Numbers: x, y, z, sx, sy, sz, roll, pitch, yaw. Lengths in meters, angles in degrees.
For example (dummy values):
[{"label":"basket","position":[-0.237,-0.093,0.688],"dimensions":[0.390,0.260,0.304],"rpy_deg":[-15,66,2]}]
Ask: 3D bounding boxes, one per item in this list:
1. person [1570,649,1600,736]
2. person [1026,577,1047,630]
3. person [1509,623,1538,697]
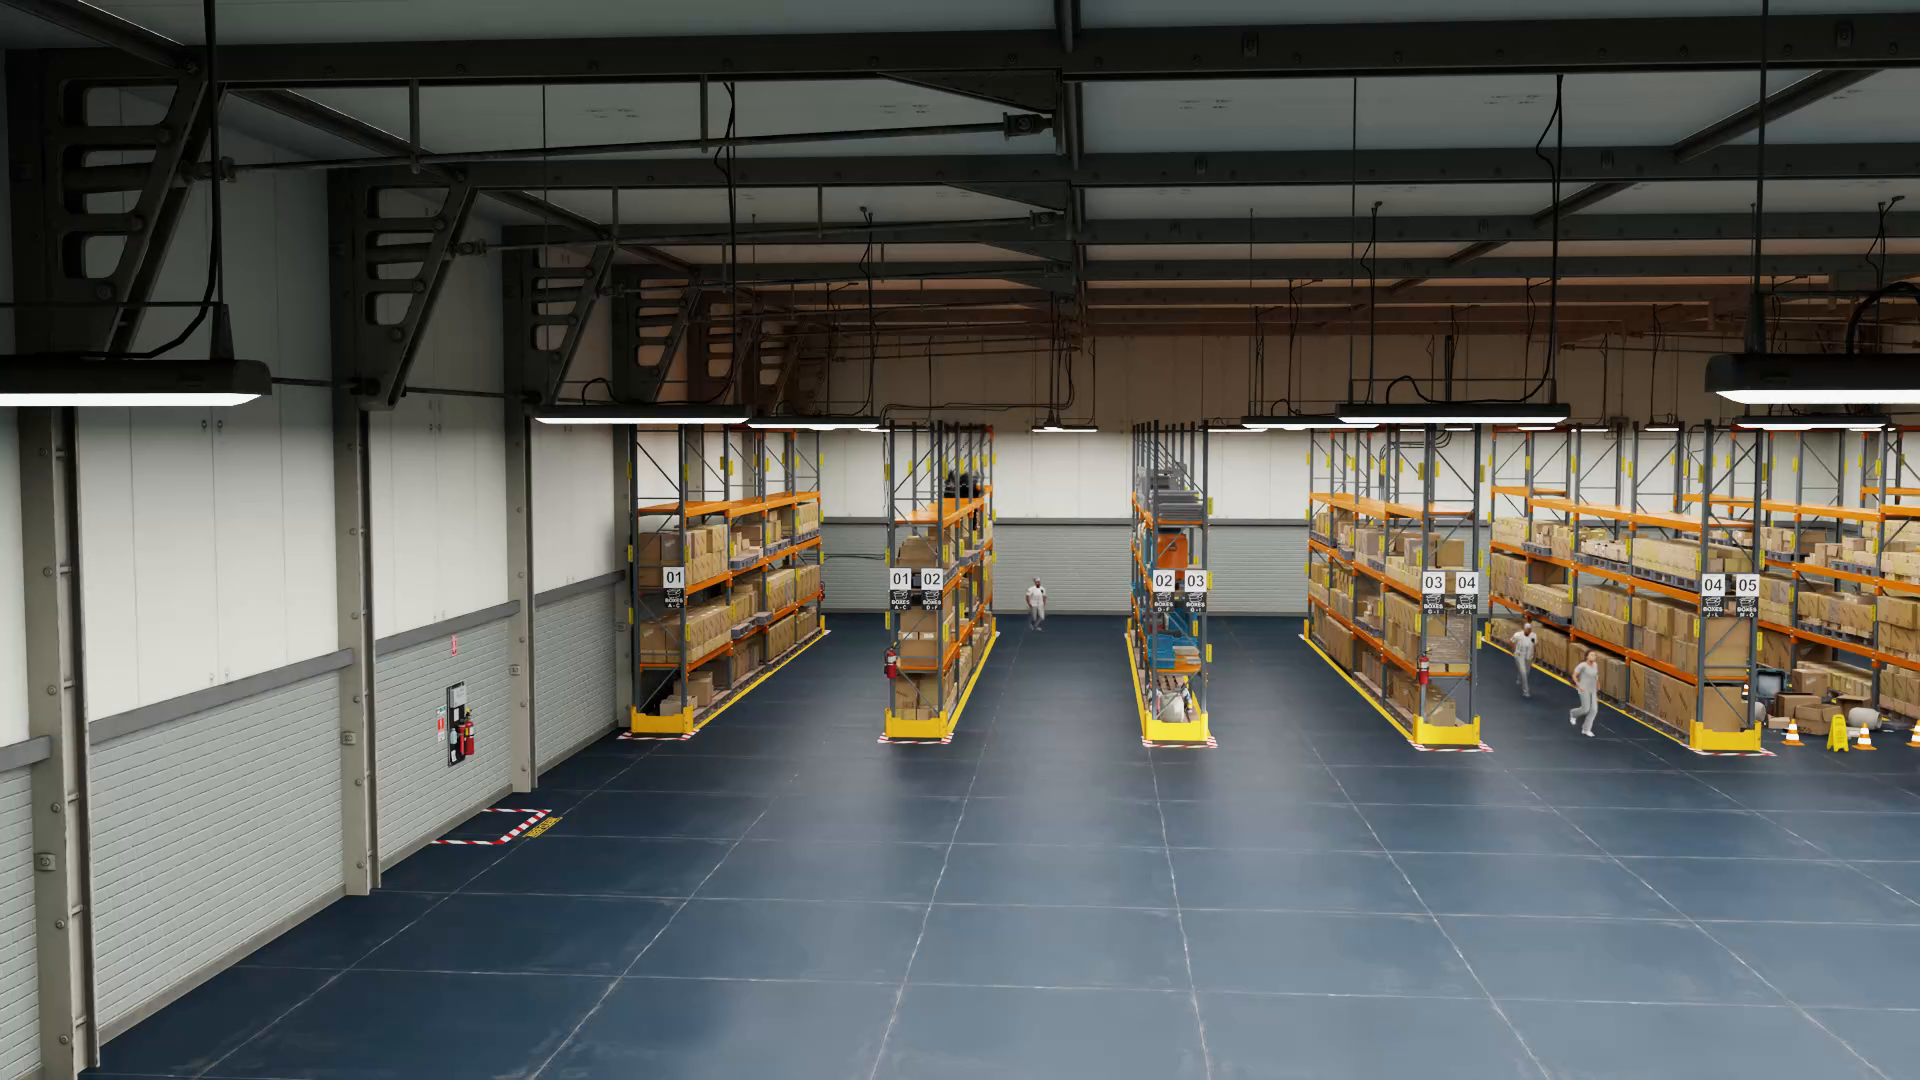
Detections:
[{"label":"person","position":[12.000,2.903,31.887],"dimensions":[0.585,1.630,0.678],"rpy_deg":[-1,4,-20]},{"label":"person","position":[2.162,1.790,46.517],"dimensions":[0.615,1.520,0.655],"rpy_deg":[-1,4,-12]},{"label":"person","position":[12.423,2.629,36.715],"dimensions":[0.609,1.664,0.903],"rpy_deg":[0,4,4]}]
